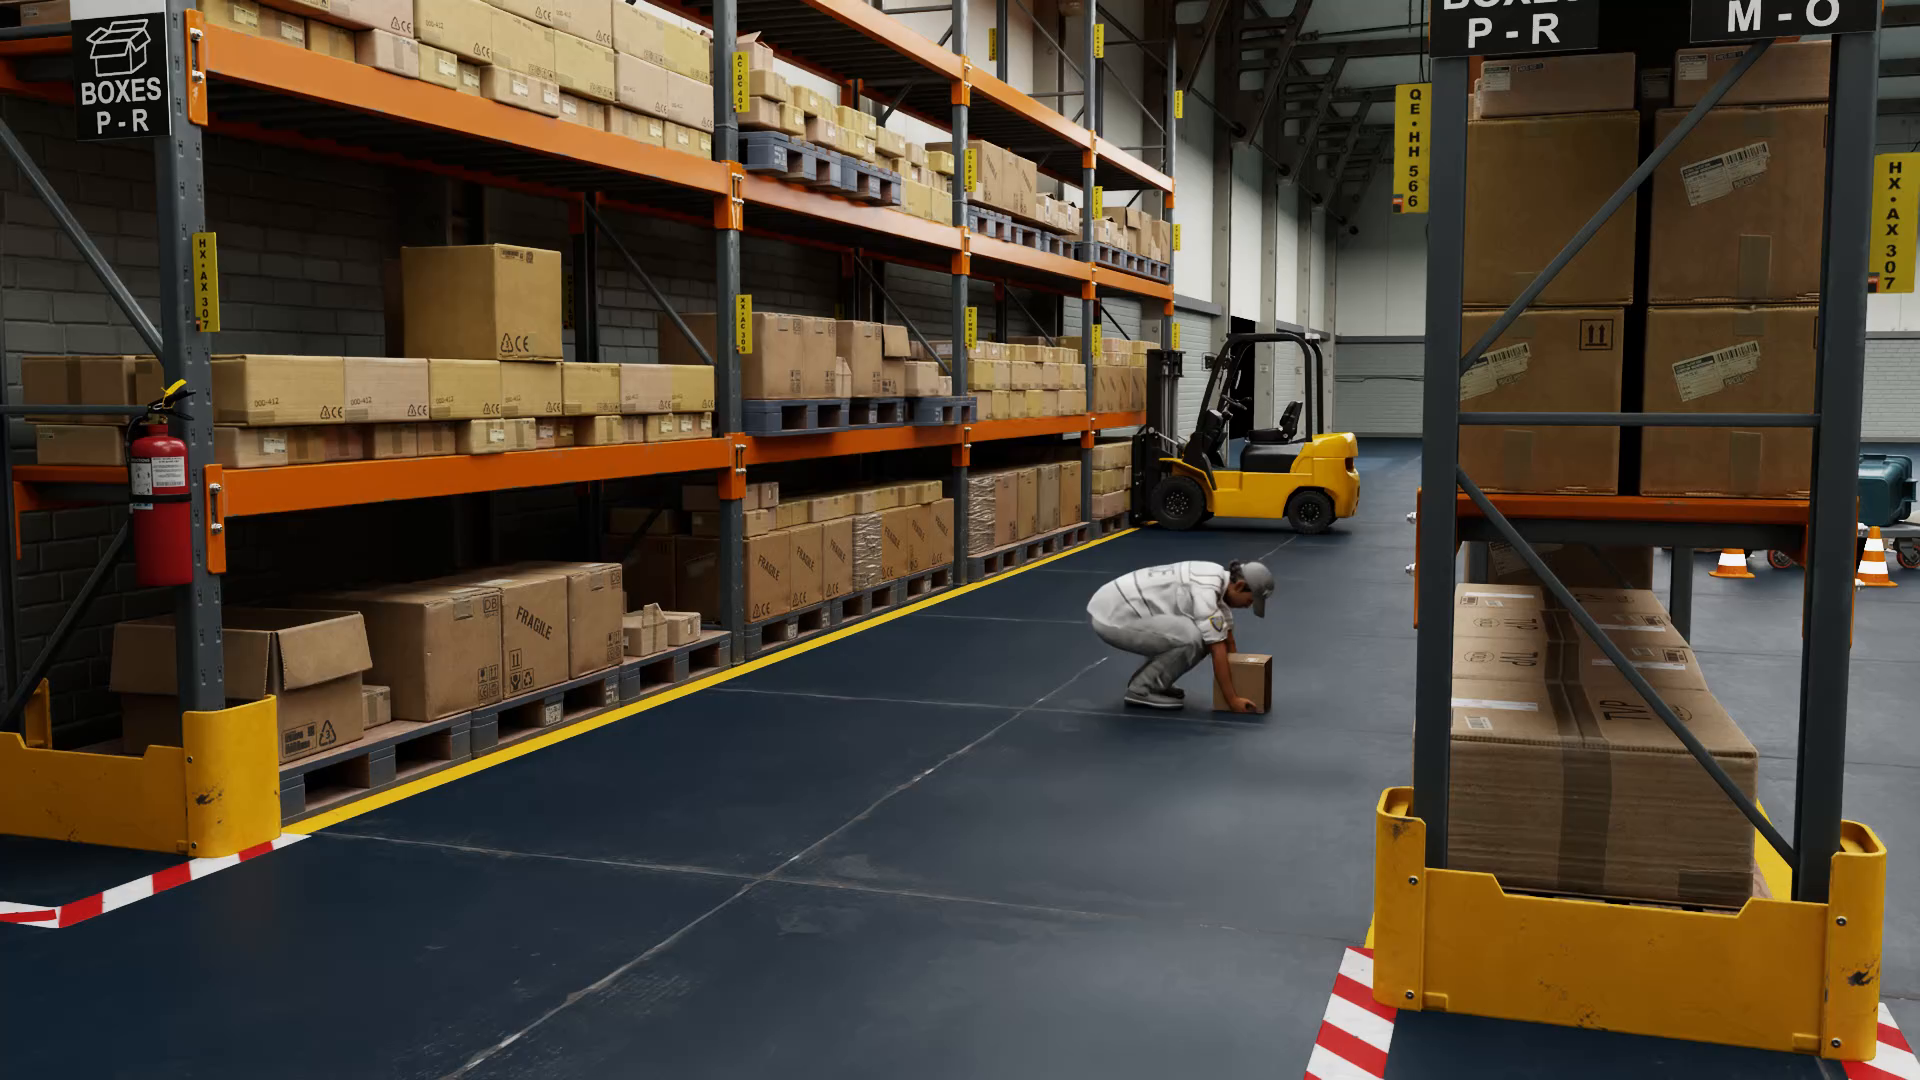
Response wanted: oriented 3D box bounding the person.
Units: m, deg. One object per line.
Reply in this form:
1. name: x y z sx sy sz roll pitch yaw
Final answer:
1. person: 1.104 0.477 8.339 0.918 0.774 0.507 2 6 17
